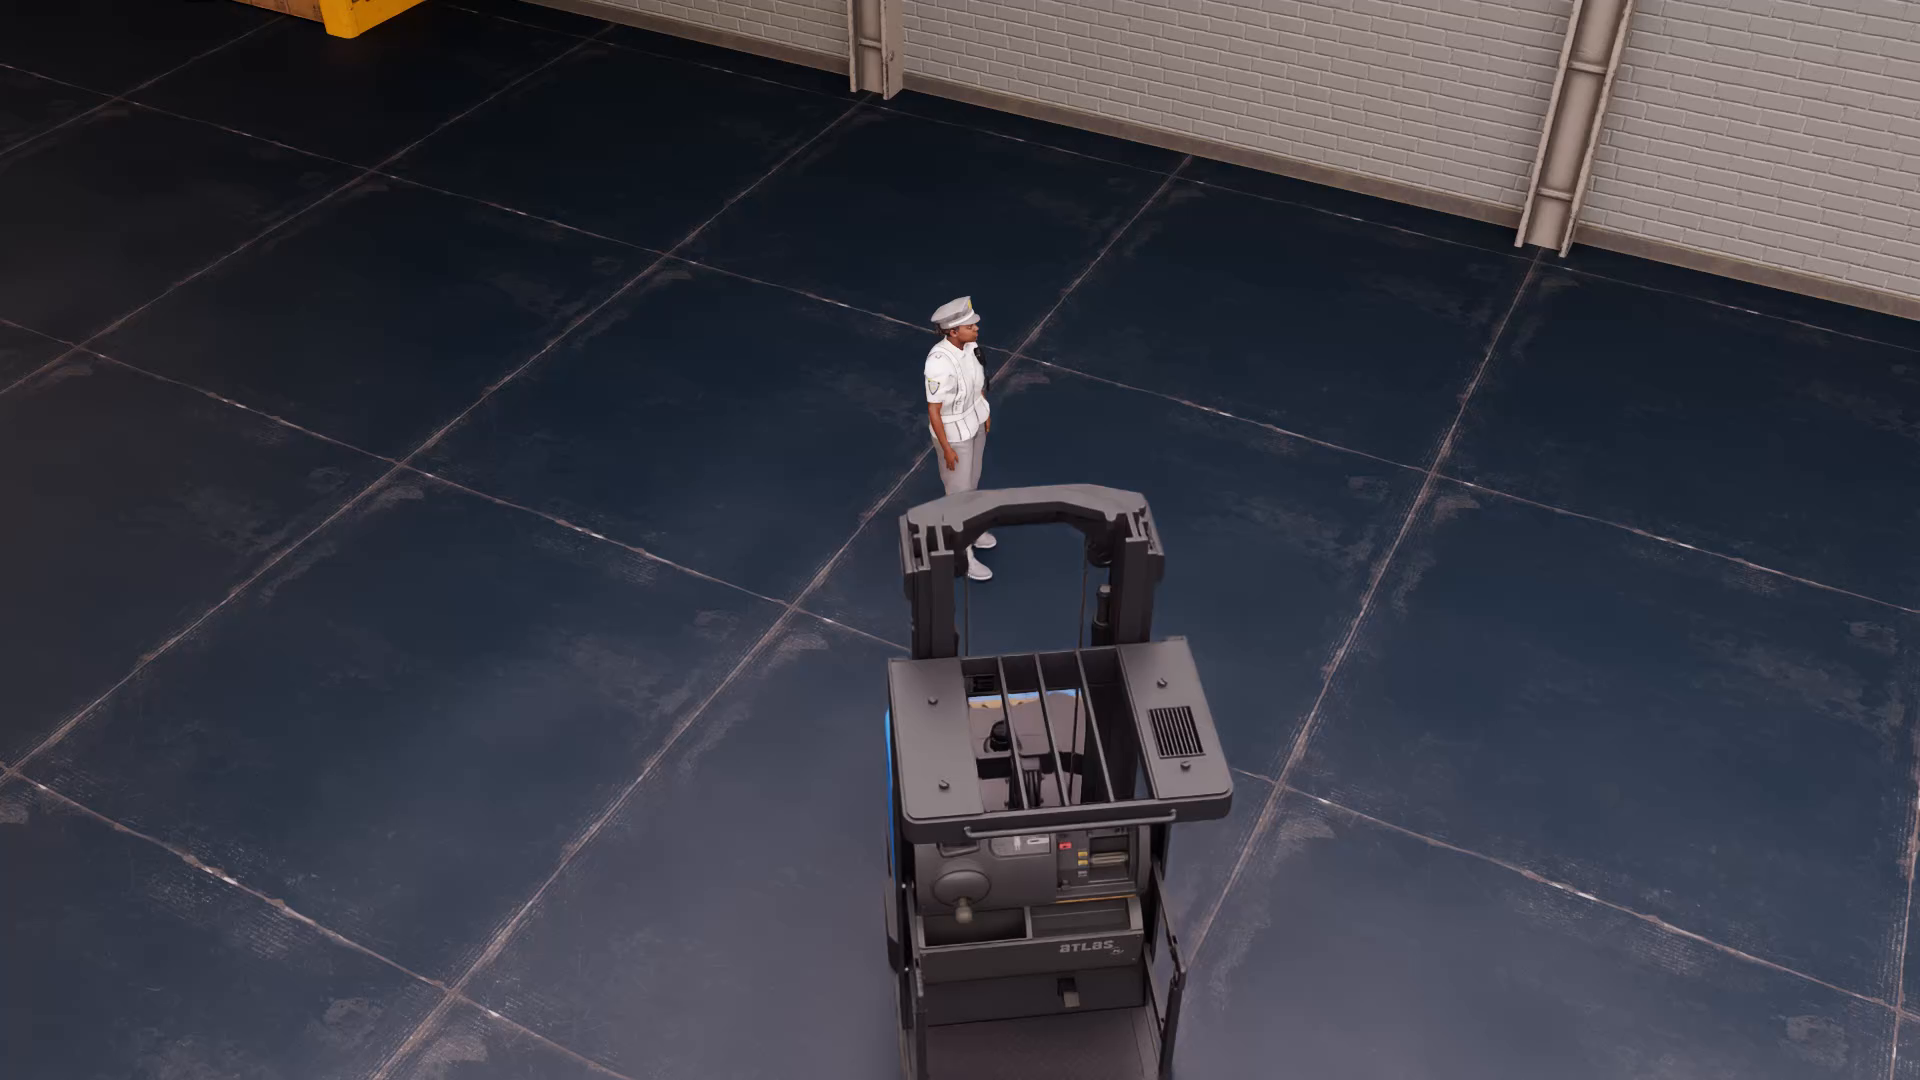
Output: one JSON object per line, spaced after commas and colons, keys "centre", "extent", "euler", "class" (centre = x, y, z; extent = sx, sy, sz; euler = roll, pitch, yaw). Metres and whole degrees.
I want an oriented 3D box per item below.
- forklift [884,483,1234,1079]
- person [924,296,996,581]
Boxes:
{"centre": [0.311, 1.361, 6.371], "extent": [1.130, 2.935, 3.031], "euler": [-4, 40, -5], "class": "forklift"}
{"centre": [0.058, -0.621, 9.671], "extent": [0.528, 1.697, 0.570], "euler": [18, 43, 21], "class": "person"}
